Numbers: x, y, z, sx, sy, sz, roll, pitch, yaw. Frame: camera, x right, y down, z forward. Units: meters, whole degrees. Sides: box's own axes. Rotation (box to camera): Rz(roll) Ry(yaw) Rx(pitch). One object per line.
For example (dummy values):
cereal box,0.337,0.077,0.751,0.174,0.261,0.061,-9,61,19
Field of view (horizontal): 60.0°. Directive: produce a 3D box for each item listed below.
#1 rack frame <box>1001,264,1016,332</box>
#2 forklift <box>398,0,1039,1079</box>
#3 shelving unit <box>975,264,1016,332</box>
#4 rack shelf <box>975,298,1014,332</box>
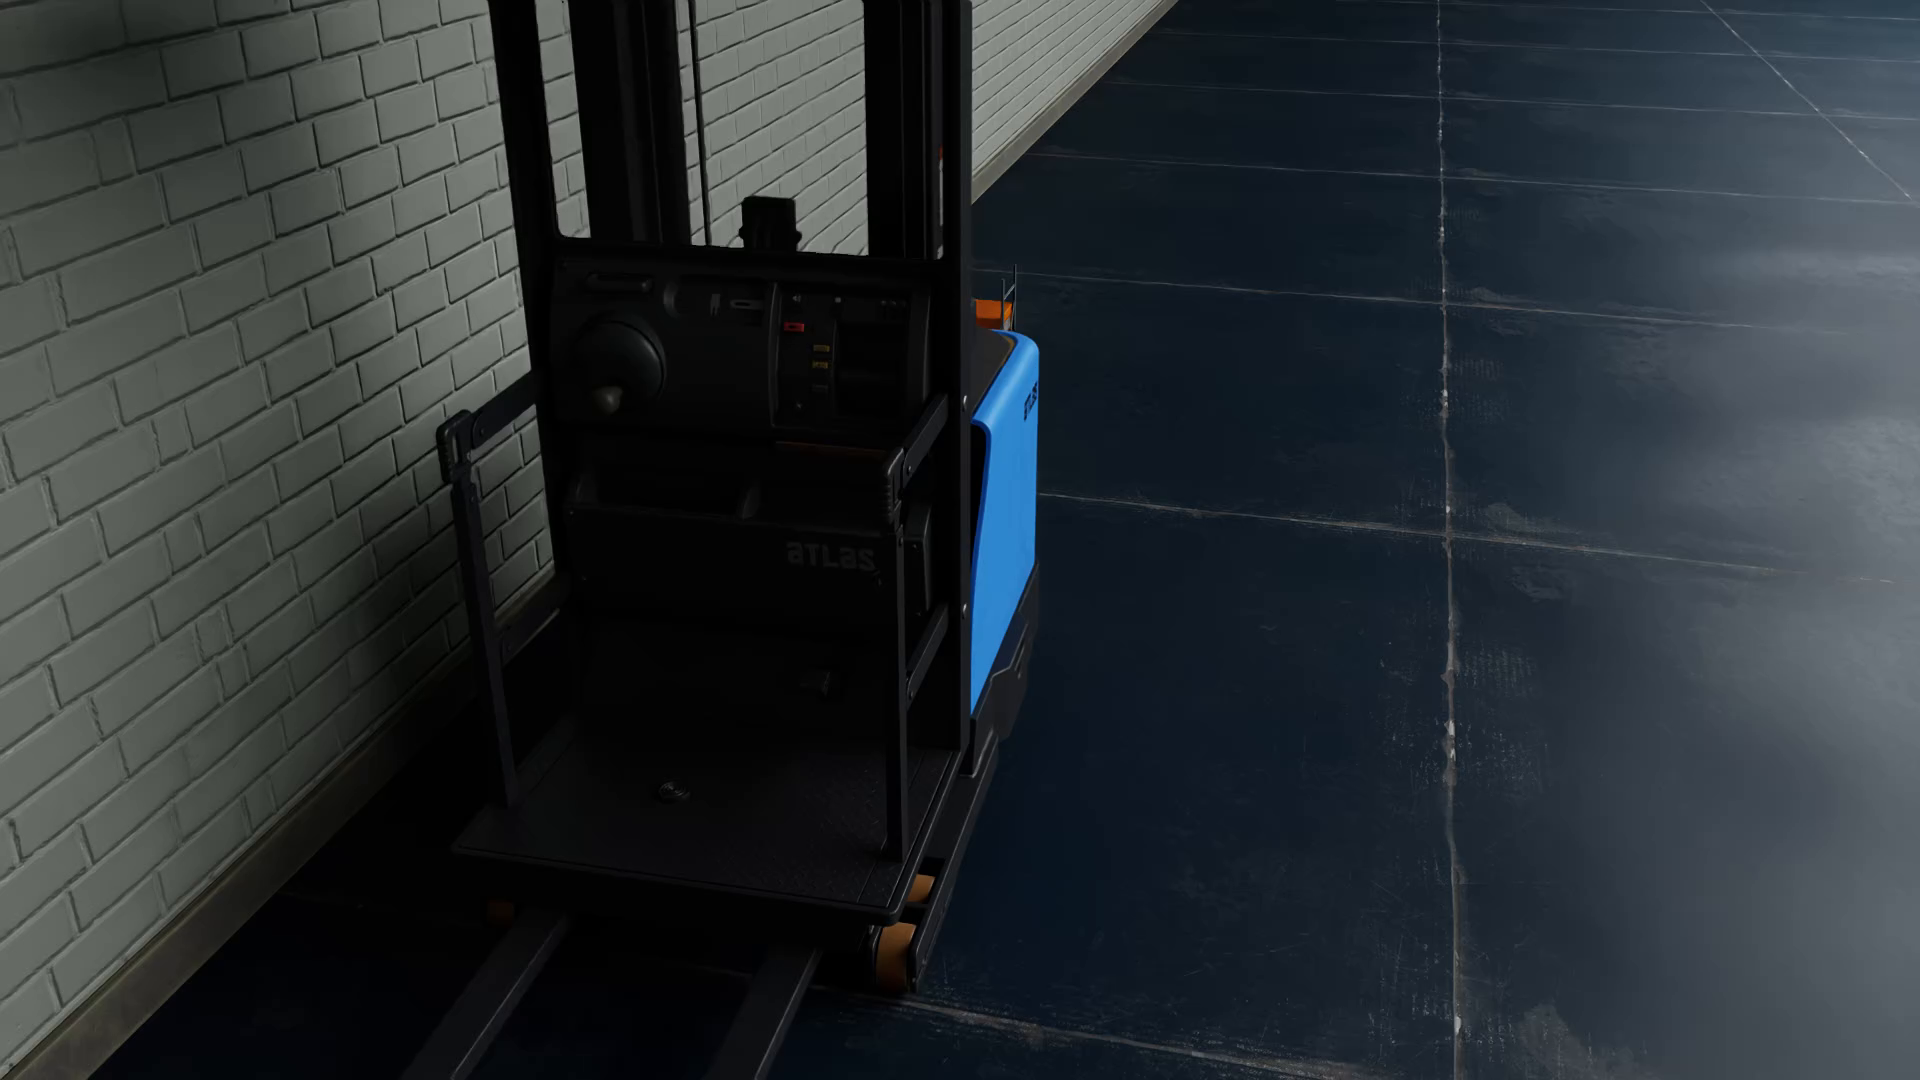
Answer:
rack frame,0.170,-0.455,5.985,0.008,1.050,0.200,6,26,13
forklift,-0.569,-0.422,3.727,1.130,2.935,3.031,6,26,11
shelving unit,0.052,-0.468,6.012,0.252,1.050,0.215,6,26,13
rack shelf,0.052,-0.715,5.895,0.240,0.259,0.215,6,26,13
